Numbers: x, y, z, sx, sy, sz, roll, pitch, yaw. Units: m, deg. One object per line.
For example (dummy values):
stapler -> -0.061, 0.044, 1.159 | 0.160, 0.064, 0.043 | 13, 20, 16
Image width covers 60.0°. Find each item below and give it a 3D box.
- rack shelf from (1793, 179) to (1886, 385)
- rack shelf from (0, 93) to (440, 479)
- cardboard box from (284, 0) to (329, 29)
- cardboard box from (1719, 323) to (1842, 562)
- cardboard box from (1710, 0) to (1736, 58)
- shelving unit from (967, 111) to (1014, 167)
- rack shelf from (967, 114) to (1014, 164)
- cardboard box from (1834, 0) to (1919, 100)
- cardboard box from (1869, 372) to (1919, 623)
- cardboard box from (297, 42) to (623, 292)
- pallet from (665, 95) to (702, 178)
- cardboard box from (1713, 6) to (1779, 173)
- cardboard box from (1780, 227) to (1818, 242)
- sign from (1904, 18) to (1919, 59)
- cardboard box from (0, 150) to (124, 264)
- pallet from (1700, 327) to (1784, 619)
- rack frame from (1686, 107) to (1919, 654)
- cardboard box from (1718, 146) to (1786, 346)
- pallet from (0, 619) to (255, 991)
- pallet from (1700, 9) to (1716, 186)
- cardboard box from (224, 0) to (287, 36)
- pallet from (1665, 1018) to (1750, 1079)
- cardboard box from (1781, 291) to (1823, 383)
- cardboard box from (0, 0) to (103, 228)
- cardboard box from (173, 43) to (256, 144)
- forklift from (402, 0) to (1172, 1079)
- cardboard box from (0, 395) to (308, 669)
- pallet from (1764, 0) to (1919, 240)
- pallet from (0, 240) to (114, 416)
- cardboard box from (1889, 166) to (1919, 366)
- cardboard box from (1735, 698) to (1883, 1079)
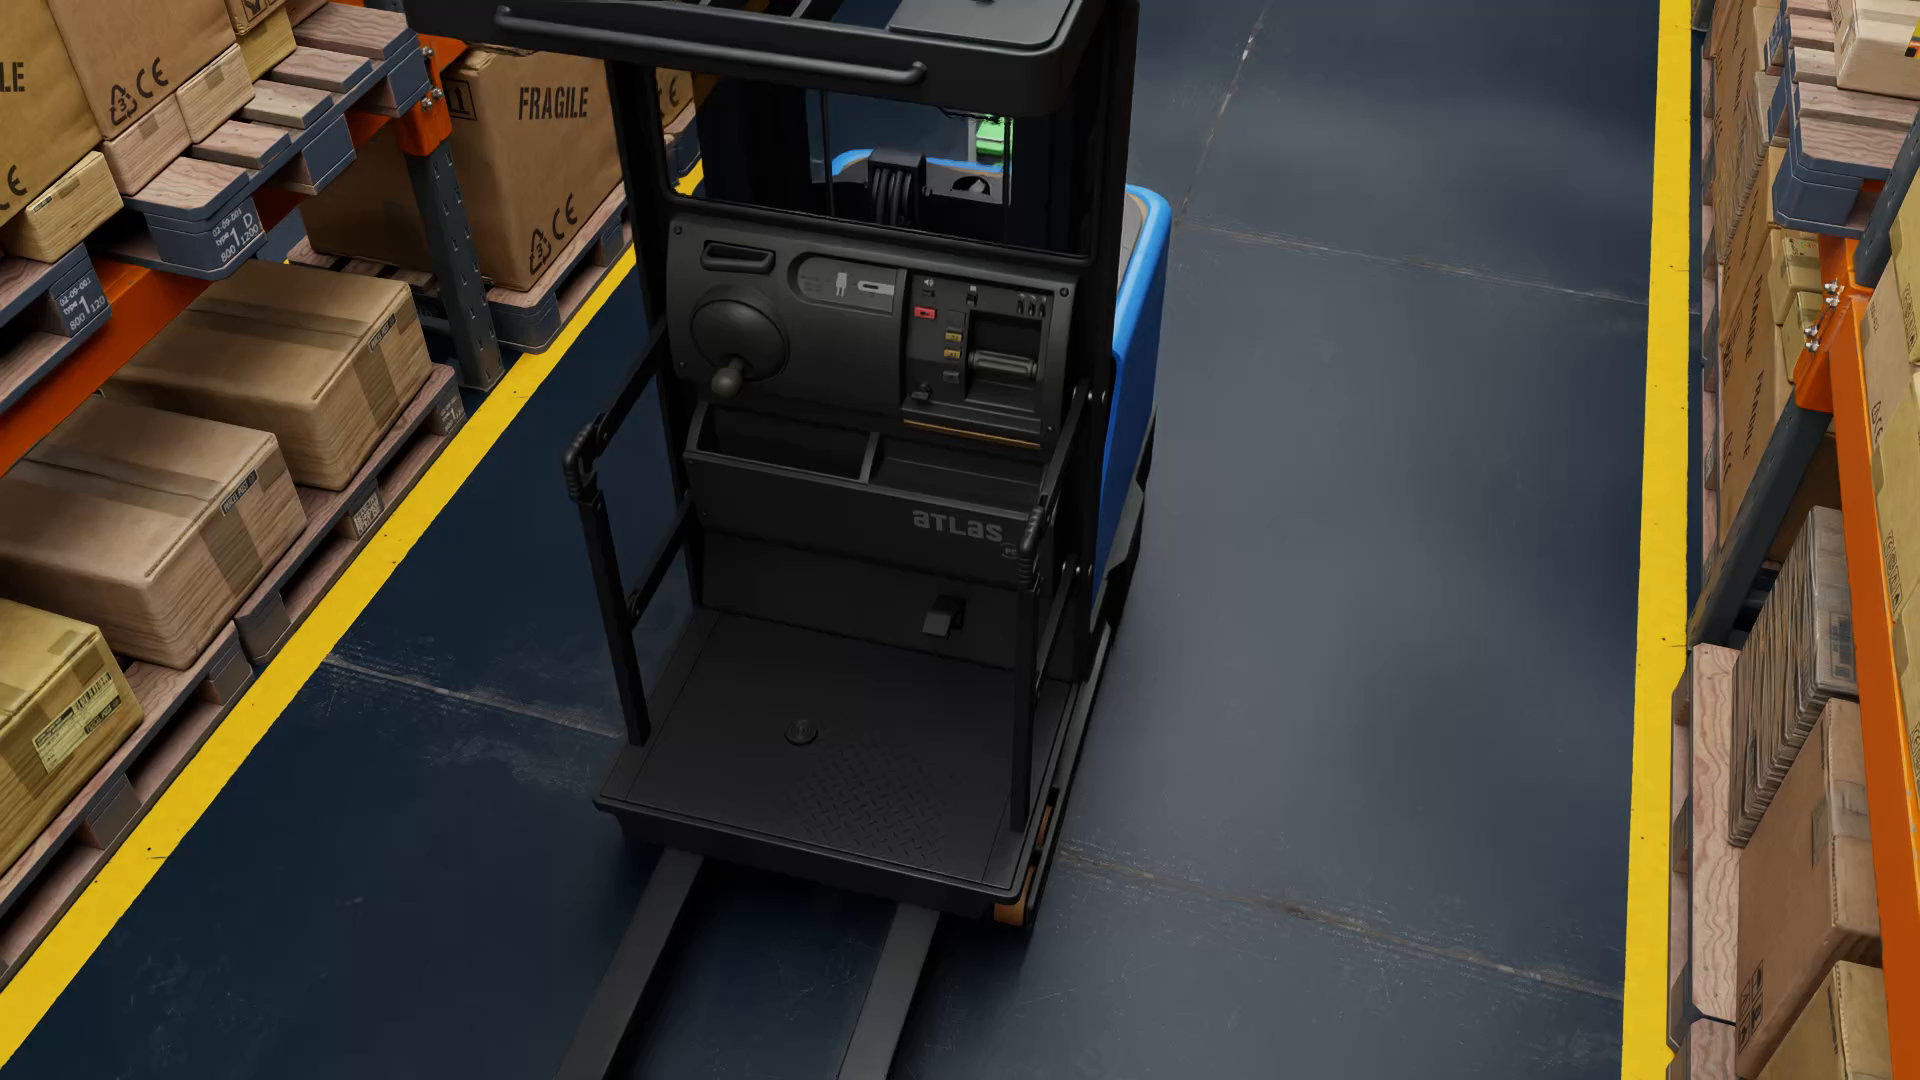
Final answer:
rack shelf -> 3.246, -1.750, 5.408 | 1.077, 0.370, 4.000 | 13, 46, 13
rack shelf -> -2.698, -0.133, 3.755 | 1.077, 0.370, 4.000 | 13, 46, 13
cardboard box -> -1.967, -1.515, 4.533 | 0.380, 0.149, 0.250 | 14, 46, 14
cardboard box -> 2.563, -0.258, 4.856 | 0.500, 0.500, 0.500 | 14, 46, 14
cardboard box -> 3.490, -2.322, 6.965 | 0.500, 0.500, 0.500 | 14, 46, 14
shelving unit -> 0.209, -0.952, 5.365 | 0.258, 1.200, 0.503 | 11, 45, 11
rack shelf -> 0.209, -1.249, 5.074 | 0.258, 0.148, 0.480 | 11, 45, 11
cardboard box -> 2.473, -1.254, 4.266 | 0.380, 0.149, 0.250 | 13, 46, 13
cardboard box -> 2.116, -0.042, 3.256 | 0.500, 0.250, 0.500 | 12, 46, 12
cardboard box -> -1.803, -1.556, 5.915 | 0.875, 0.875, 0.875 | 12, 46, 12
pallet -> -1.410, -2.046, 7.190 | 1.003, 0.211, 1.213 | 13, 46, 13
cardboard box -> 3.183, -1.633, 6.262 | 0.500, 0.500, 0.500 | 11, 45, 11
cardboard box -> 2.723, -0.900, 5.048 | 0.380, 0.149, 0.250 | 11, 45, 11
sign -> 2.120, -1.168, 3.528 | 0.100, 0.325, 0.005 | 13, 46, 13
cardboard box -> -2.167, -0.791, 3.793 | 0.380, 0.149, 0.250 | 13, 46, 13
pallet -> 2.902, -0.167, 5.270 | 1.003, 0.211, 1.213 | 13, 46, 13
rack frame -> 2.640, -0.674, 3.794 | 1.000, 3.000, 0.127 | 13, 46, 13
cardboard box -> 2.881, -0.939, 5.552 | 0.500, 0.500, 0.500 | 14, 46, 14
pallet -> -2.701, 0.605, 4.481 | 1.003, 0.211, 1.213 | 13, 46, 13
pallet -> 3.641, -1.793, 6.932 | 1.003, 0.211, 1.213 | 13, 46, 13
cardboard box -> -1.965, -1.653, 4.210 | 0.500, 0.500, 0.500 | 11, 46, 11
pallet -> 1.982, 1.674, 3.389 | 1.003, 0.211, 1.213 | 13, 46, 13
cardboard box -> 2.548, -0.545, 4.686 | 0.380, 0.149, 0.250 | 10, 45, 11
cardboard box -> -2.262, -0.970, 3.512 | 0.500, 0.500, 0.500 | 10, 45, 10
cardboard box -> -2.013, -1.143, 4.153 | 0.380, 0.149, 0.250 | 12, 46, 12
forklift -> -0.264, -0.375, 3.537 | 1.130, 2.935, 3.031 | 11, 45, 11
cardboard box -> -2.488, -0.066, 4.751 | 0.950, 0.372, 0.625 | 12, 46, 12
pallet -> 2.778, -1.072, 4.338 | 1.213, 0.211, 1.003 | 13, 46, 13
pallet -> -2.652, -0.326, 3.576 | 1.003, 0.211, 1.213 | 13, 46, 13
cardboard box -> 2.249, -0.560, 3.428 | 0.500, 0.250, 0.500 | 12, 46, 12
cardboard box -> 2.248, 0.875, 3.609 | 0.875, 0.625, 0.625 | 14, 46, 14
